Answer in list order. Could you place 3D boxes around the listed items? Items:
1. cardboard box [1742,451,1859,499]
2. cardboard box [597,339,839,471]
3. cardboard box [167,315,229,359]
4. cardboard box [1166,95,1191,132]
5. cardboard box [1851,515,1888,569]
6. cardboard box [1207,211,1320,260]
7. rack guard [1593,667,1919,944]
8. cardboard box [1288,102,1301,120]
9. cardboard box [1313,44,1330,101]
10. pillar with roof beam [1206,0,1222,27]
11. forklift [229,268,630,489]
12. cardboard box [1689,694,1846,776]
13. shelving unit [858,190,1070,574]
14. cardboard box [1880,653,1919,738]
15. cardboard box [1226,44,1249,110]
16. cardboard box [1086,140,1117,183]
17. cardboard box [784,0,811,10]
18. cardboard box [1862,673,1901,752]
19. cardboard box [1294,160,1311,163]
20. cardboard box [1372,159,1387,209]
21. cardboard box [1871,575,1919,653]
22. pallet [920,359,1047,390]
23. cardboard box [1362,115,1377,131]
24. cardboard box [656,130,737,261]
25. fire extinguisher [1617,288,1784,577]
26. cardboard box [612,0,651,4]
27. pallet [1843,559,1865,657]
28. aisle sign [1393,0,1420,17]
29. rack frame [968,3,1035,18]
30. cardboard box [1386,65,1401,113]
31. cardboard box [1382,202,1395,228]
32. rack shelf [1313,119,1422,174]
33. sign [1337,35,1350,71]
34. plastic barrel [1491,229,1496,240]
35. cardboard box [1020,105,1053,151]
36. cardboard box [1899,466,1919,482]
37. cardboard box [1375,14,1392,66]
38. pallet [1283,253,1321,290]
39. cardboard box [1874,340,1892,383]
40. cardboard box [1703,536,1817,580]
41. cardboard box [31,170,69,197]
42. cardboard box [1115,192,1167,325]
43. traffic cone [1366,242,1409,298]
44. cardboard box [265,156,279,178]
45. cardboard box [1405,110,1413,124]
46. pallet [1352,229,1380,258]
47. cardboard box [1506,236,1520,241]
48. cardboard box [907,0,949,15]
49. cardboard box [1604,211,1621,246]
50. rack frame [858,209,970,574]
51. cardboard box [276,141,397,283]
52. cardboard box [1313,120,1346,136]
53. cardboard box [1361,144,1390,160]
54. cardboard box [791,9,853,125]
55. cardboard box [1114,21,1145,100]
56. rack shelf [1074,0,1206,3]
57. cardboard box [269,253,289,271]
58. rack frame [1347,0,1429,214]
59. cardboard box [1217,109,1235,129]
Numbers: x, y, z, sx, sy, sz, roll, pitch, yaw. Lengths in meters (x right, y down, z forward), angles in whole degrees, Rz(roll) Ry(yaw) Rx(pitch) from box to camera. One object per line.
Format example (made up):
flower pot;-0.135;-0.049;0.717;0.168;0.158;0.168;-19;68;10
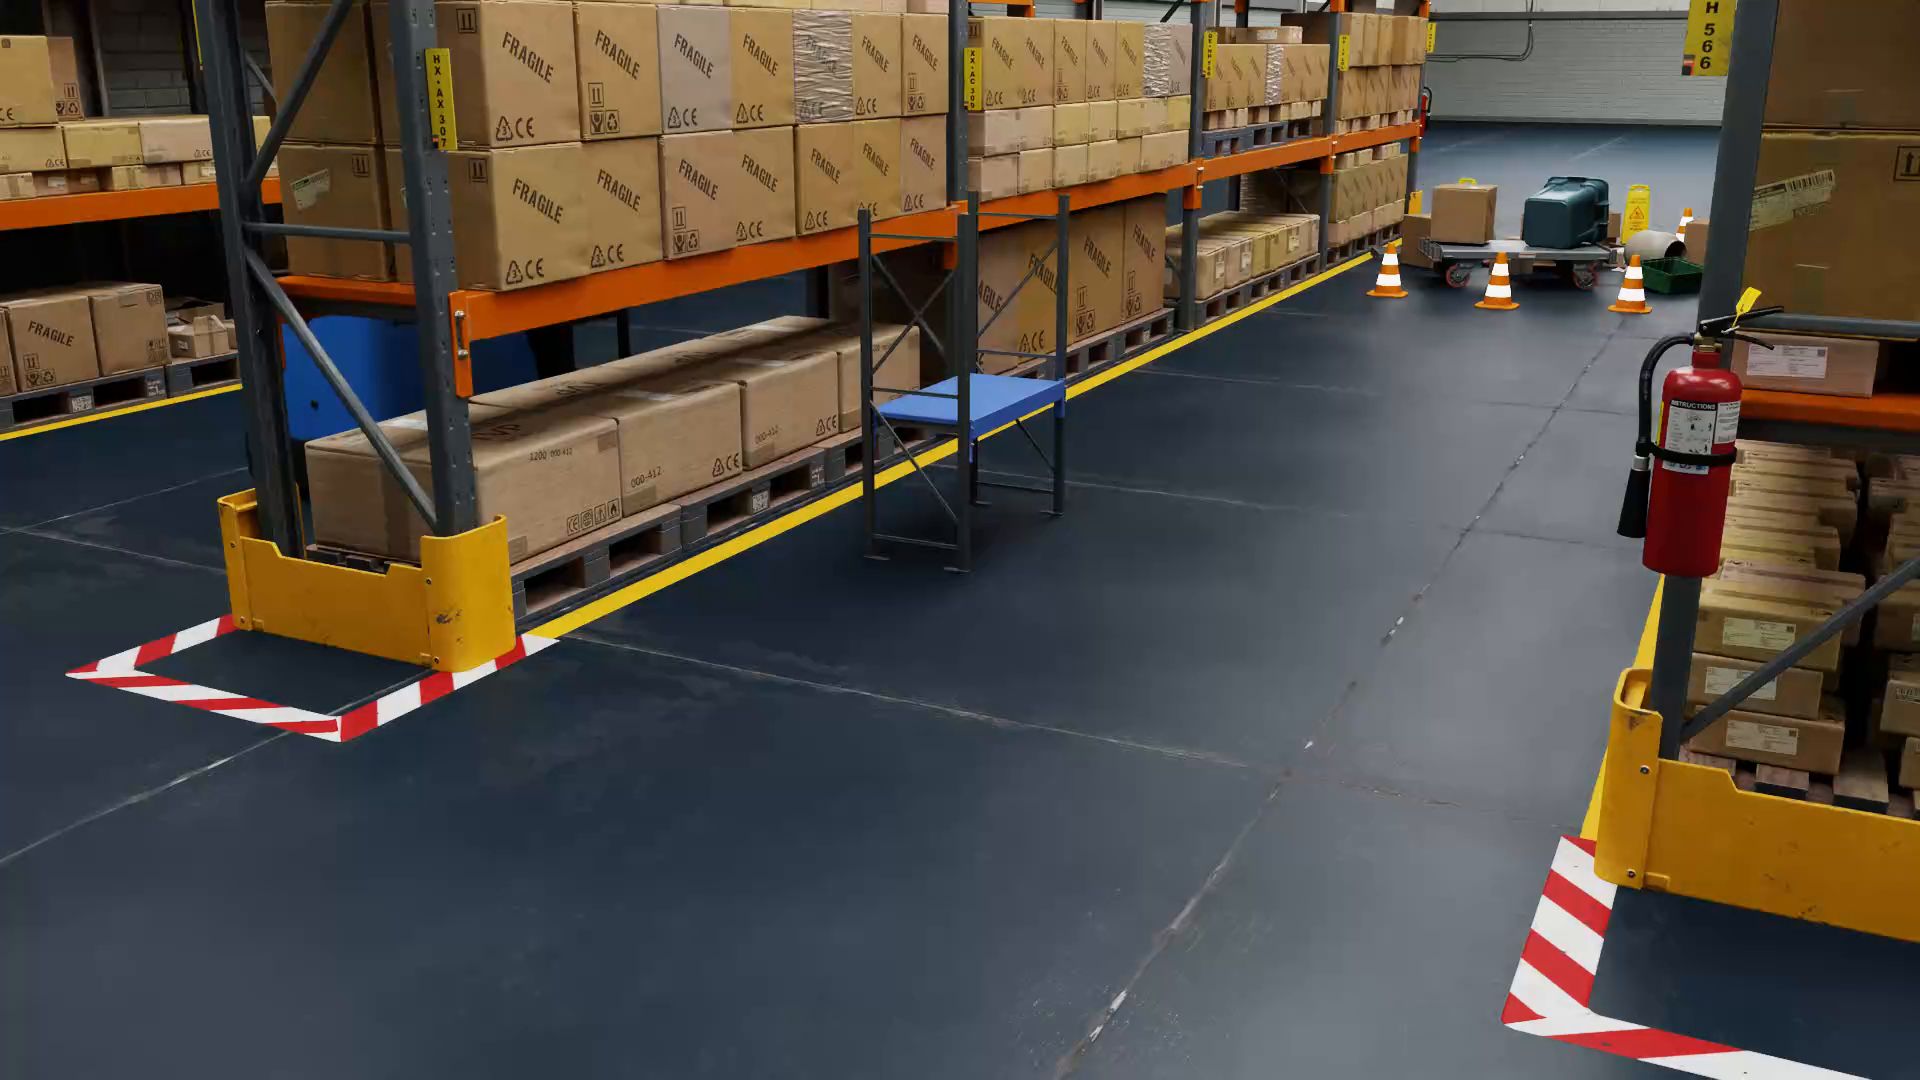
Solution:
cardboard box;3.130;-0.218;6.214;0.380;0.149;0.250;7;18;23
cardboard box;-1.205;-0.699;8.372;0.875;0.438;0.875;8;18;24
cardboard box;-5.017;-1.351;10.870;0.396;0.266;0.258;9;19;27
cardboard box;1.370;-3.131;12.184;0.500;0.250;0.500;8;18;25
cardboard box;3.383;0.035;5.885;0.380;0.149;0.250;9;19;28
cardboard box;2.914;-2.946;16.052;0.950;0.372;0.625;8;18;26
rack guard;2.291;0.701;4.285;1.175;0.500;0.348;8;18;25
cardboard box;2.836;-3.852;14.930;0.380;0.149;0.250;8;18;26
cardboard box;3.145;-4.383;15.578;0.500;0.500;0.500;8;18;24
pillar with roof beam;8.587;-11.110;29.123;9.100;9.000;0.400;8;18;25
forklift;-2.426;-1.960;8.975;1.130;2.935;3.031;9;19;27
cardboard box;2.306;0.527;4.751;0.380;0.149;0.250;8;19;26
shelving unit;0.038;-0.741;7.384;0.538;1.500;1.048;8;18;25
cardboard box;2.721;0.444;4.507;0.380;0.149;0.250;9;19;28
cardboard box;1.993;-3.730;13.378;0.500;0.500;0.500;9;19;28
cardboard box;0.709;-2.494;10.915;0.500;0.250;0.500;8;18;24
cardboard box;-0.909;-2.502;7.609;0.380;0.149;0.250;8;18;24
cardboard box;2.822;0.518;4.782;0.380;0.149;0.250;8;18;25
cardboard box;3.623;-3.826;17.911;0.500;0.500;0.500;9;19;28
cardboard box;4.347;-3.901;18.166;0.500;0.500;0.500;8;18;24
cardboard box;2.811;0.227;4.717;0.380;0.149;0.250;8;19;26
pallet;-0.151;-0.970;10.419;1.003;0.211;1.213;8;18;25
cardboard box;4.154;-4.382;17.450;0.380;0.149;0.250;8;18;26
cardboard box;-1.300;-1.475;7.046;0.500;0.500;0.500;8;18;25
fire extinguisher;1.732;-0.256;3.909;0.296;0.674;0.183;8;18;25
cardboard box;-1.436;-2.172;6.497;0.380;0.149;0.250;7;18;24
pallet;3.232;0.328;6.050;1.003;0.211;1.213;8;18;25
aisle sign;5.220;-6.382;19.178;0.394;0.787;0.004;8;18;25
rack frame;0.491;-5.788;21.742;1.000;3.000;0.127;8;18;25
cardboard box;4.483;-4.920;18.124;0.500;0.500;0.500;8;18;25
cardboard box;4.574;-3.669;18.701;0.500;0.250;0.500;8;18;26
rack shelf;4.040;-4.303;18.006;1.077;0.370;4.000;8;18;25
sign;3.644;-4.623;15.789;0.100;0.325;0.005;8;18;25
plastic barrel;5.365;-3.203;17.566;0.421;0.421;0.512;-7;18;-22
cardboard box;0.228;-2.481;9.994;0.500;0.250;0.500;8;19;26
cardboard box;3.602;-0.151;5.989;0.380;0.149;0.250;7;18;23
cardboard box;4.033;-5.144;17.122;0.700;0.500;0.500;8;18;24
pallet;2.799;-2.603;15.917;1.003;0.211;1.213;8;18;25
cardboard box;2.295;-0.535;4.497;0.380;0.149;0.250;8;18;25
cardboard box;2.433;0.097;5.155;0.380;0.149;0.250;8;18;24
cardboard box;-5.493;-2.106;9.789;0.380;0.149;0.250;8;18;25
cardboard box;0.976;-2.137;12.444;0.875;0.875;0.875;8;18;25
traffic cone;3.844;-2.428;14.886;0.336;0.463;0.334;8;18;25
cardboard box;-4.788;-2.497;11.105;0.380;0.149;0.250;8;18;26
cardboard box;4.944;-4.835;18.977;0.380;0.149;0.250;8;18;25
pallet;3.958;-3.289;18.227;1.003;0.211;1.213;8;18;25
cardboard box;6.155;-3.200;18.036;0.250;0.149;0.380;-11;20;-32
cardboard box;-0.282;-2.820;8.678;0.380;0.149;0.250;8;18;24
cardboard box;6.413;-3.191;17.383;0.797;0.503;0.637;-4;17;-13
rack frame;-0.189;-0.611;6.948;0.500;1.500;0.032;8;18;25
cardboard box;-2.237;-1.286;6.410;0.500;0.500;0.500;8;18;26
cardboard box;3.574;-4.057;16.357;0.380;0.149;0.250;8;18;25
cardboard box;4.470;-4.241;18.169;0.380;0.149;0.250;9;19;28
cardboard box;-0.846;-2.213;7.776;0.500;0.500;0.500;8;18;26
cardboard box;0.912;-3.224;11.179;0.500;0.500;0.500;8;18;25
rack shelf;0.465;-3.703;10.718;1.077;0.370;4.000;8;18;25
cardboard box;-4.916;-1.897;12.295;0.500;0.500;0.500;8;18;25
rack frame;4.933;-5.157;19.619;1.000;3.000;0.127;8;18;25
cardboard box;1.990;-3.391;13.376;0.380;0.149;0.250;7;18;22
